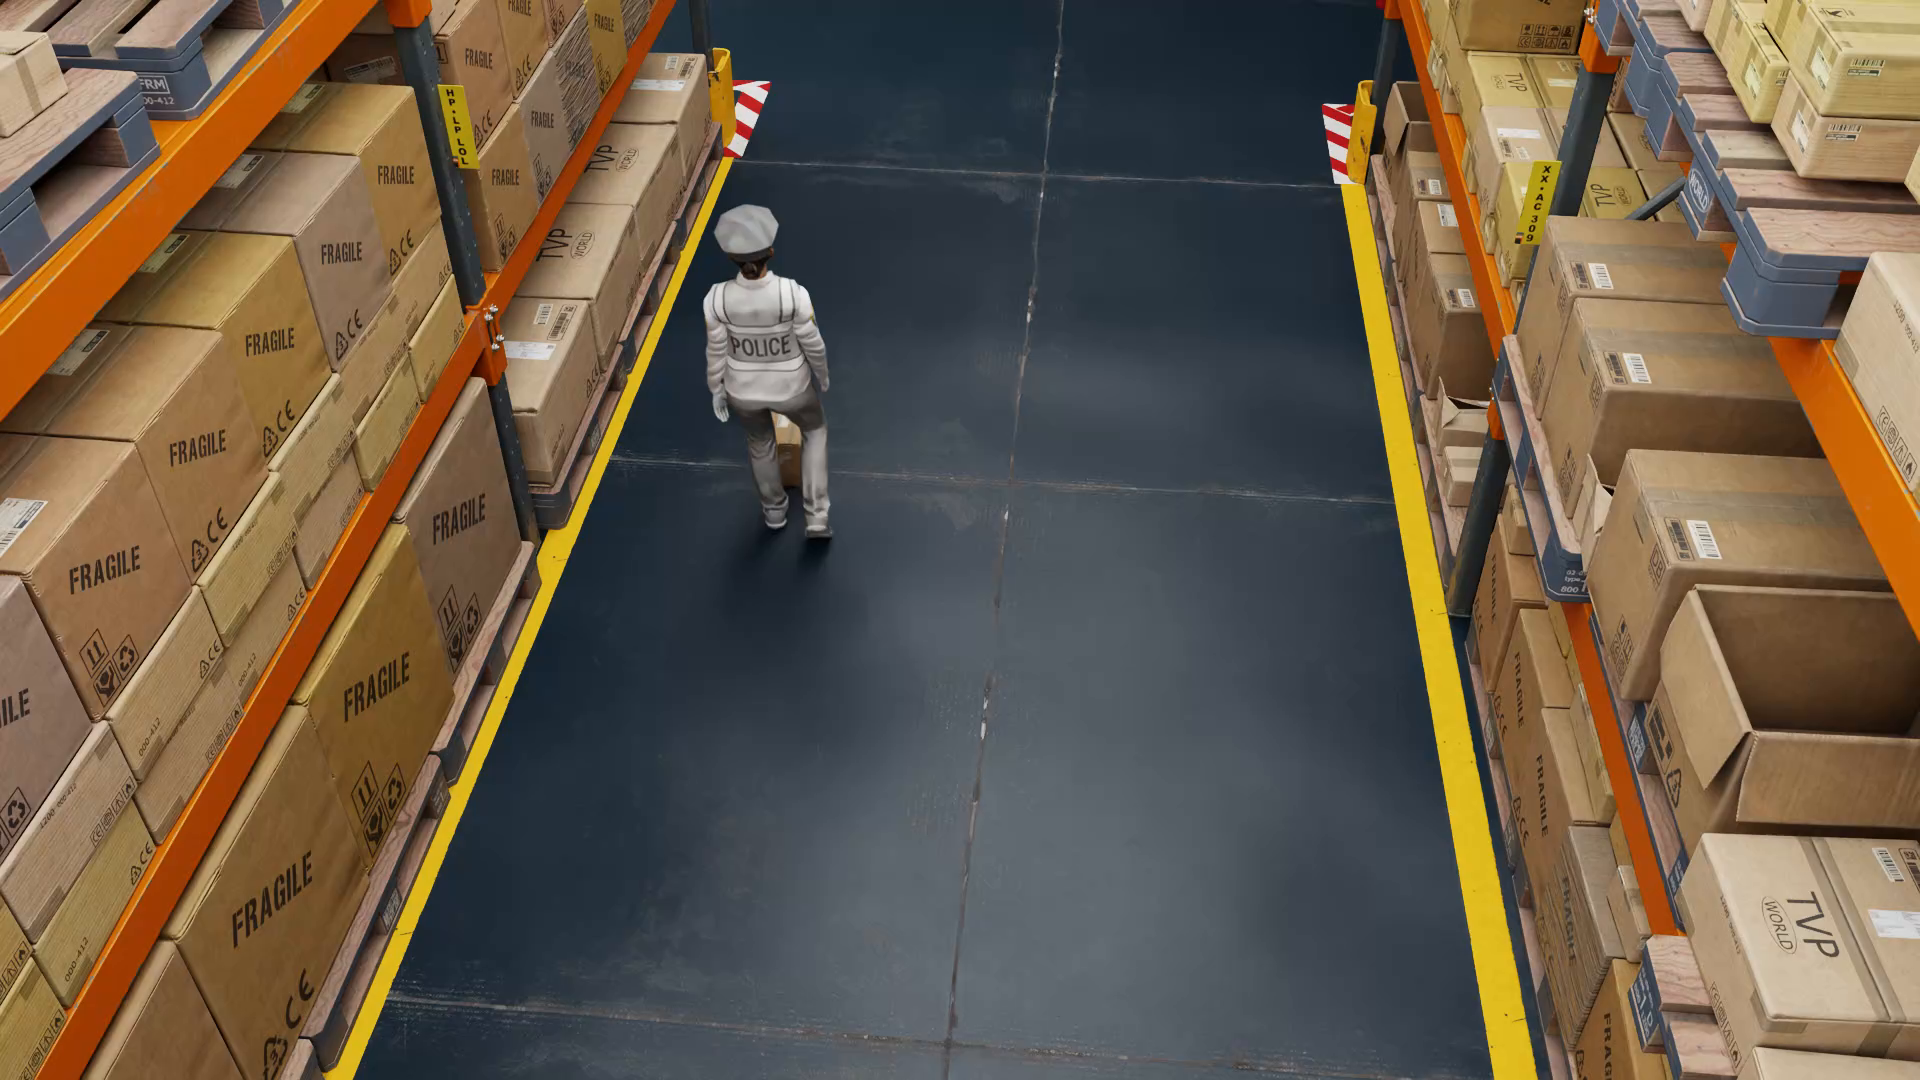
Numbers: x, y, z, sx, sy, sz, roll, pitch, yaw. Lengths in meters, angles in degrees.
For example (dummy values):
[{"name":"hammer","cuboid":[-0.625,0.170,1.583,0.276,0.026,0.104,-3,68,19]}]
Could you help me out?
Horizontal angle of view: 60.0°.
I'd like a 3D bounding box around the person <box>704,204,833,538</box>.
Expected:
[{"name":"person","cuboid":[-0.802,-0.683,6.975,0.507,1.648,0.512,-1,40,-2]}]
